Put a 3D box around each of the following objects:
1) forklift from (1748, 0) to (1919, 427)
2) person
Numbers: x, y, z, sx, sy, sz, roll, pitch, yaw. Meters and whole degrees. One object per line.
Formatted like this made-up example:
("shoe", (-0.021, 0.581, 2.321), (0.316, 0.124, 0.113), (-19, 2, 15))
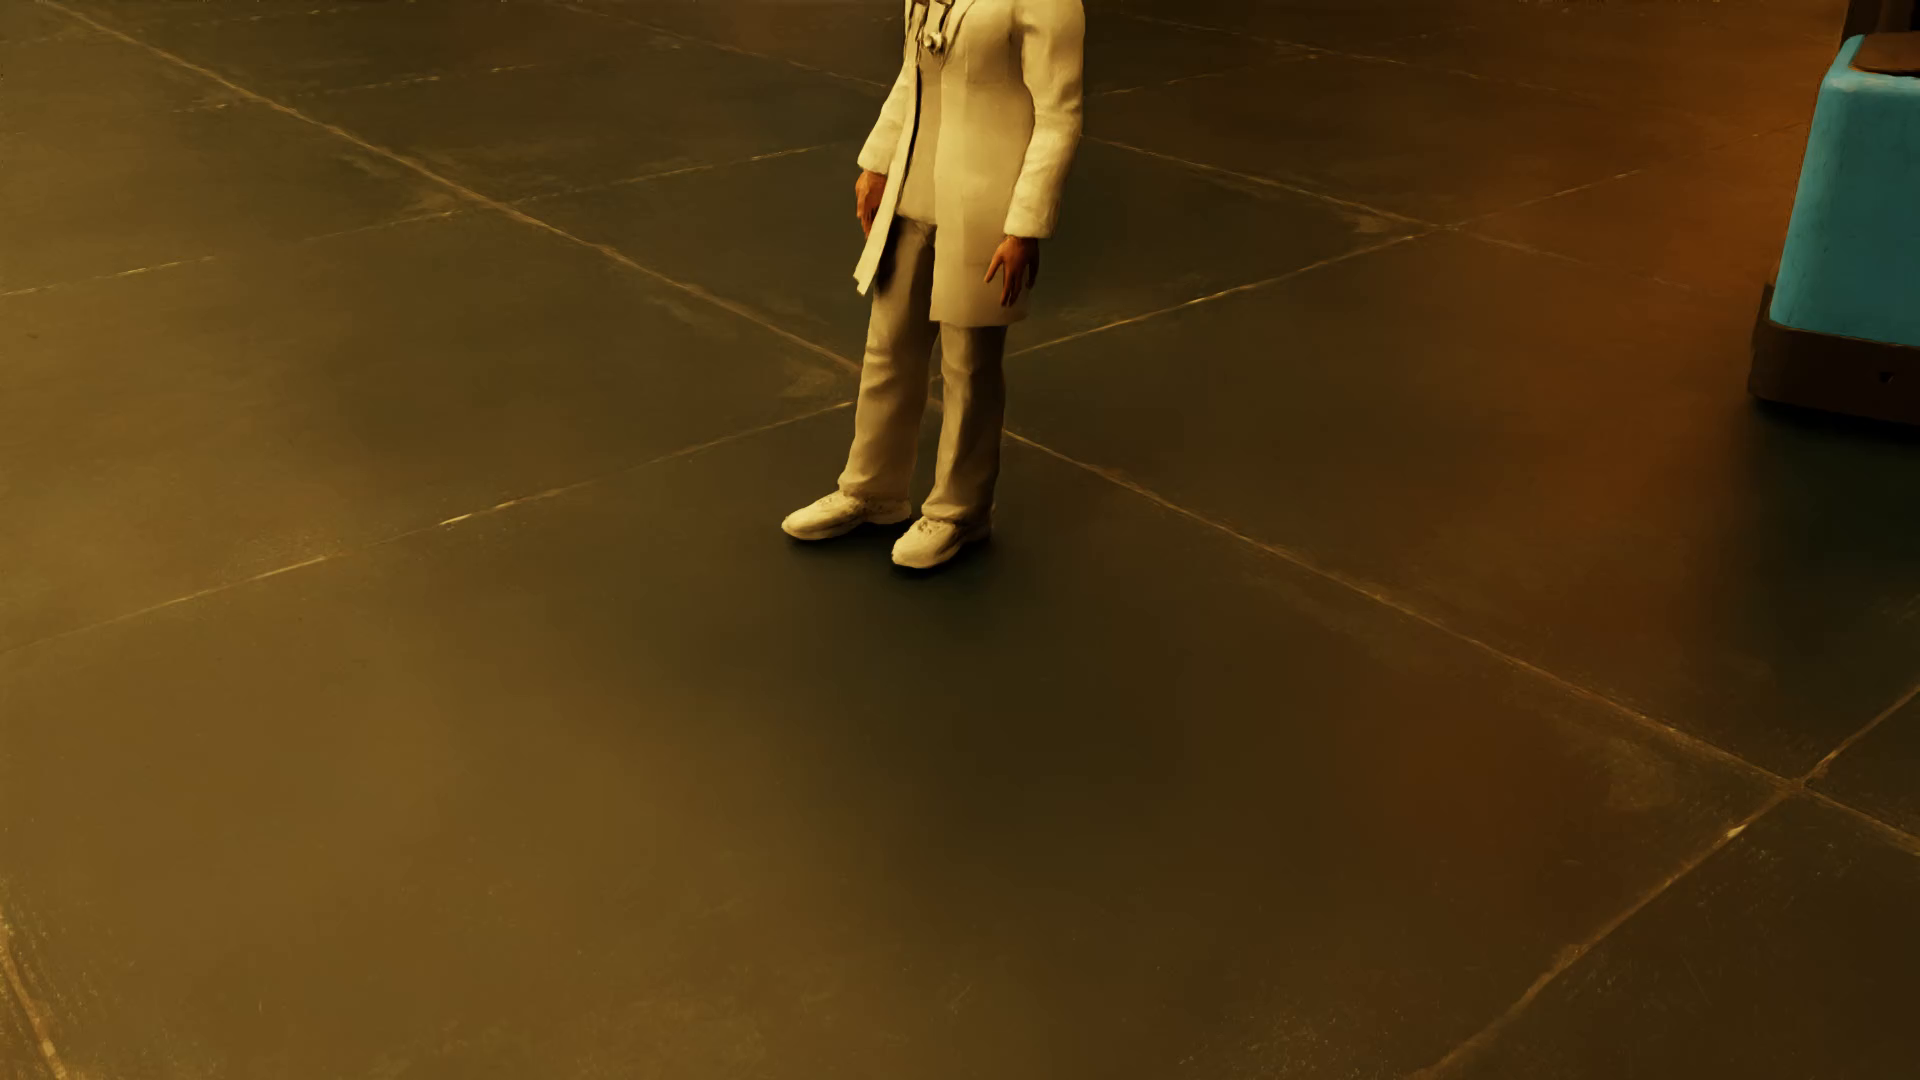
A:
("forklift", (3.687, -2.166, 5.570), (1.130, 2.935, 3.031), (14, 30, 27))
("person", (-0.073, -0.778, 4.054), (0.579, 1.776, 0.694), (-20, 33, -35))
